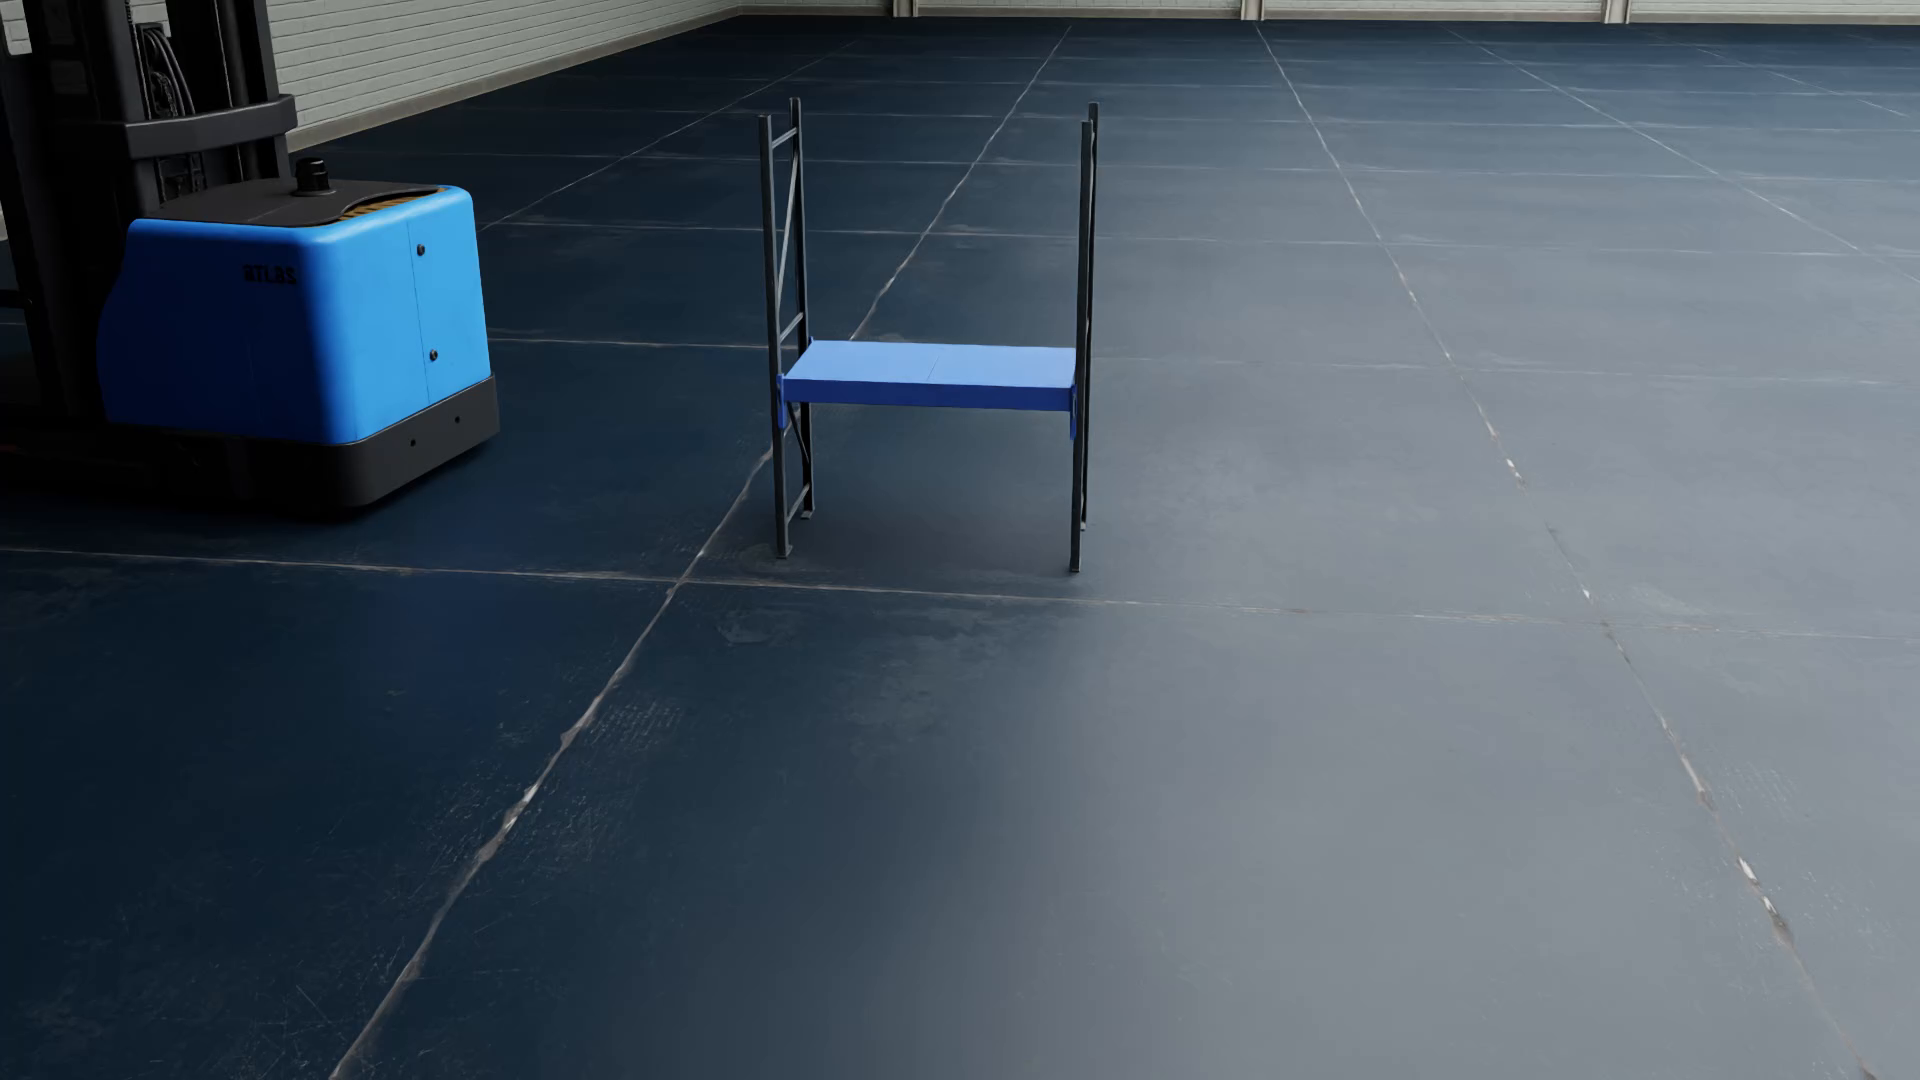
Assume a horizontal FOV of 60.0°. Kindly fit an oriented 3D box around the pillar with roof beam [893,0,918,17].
[{"bbox_3d":[-1.459,-11.799,23.545,0.400,9.000,9.100,2,22,6],"label":"pillar with roof beam"}]

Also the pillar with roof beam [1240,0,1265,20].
[{"bbox_3d":[4.499,-11.539,22.888,0.400,9.000,9.100,2,22,6],"label":"pillar with roof beam"}]

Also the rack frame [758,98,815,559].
[{"bbox_3d":[-0.590,-0.723,5.729,0.032,1.500,0.500,2,22,6],"label":"rack frame"}]

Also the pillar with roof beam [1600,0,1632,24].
[{"bbox_3d":[10.457,-11.280,22.232,0.400,9.000,9.100,2,22,6],"label":"pillar with roof beam"}]

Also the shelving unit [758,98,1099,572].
[{"bbox_3d":[-0.085,-0.701,5.673,1.048,1.500,0.538,2,22,6],"label":"shelving unit"}]

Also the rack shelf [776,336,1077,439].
[{"bbox_3d":[-0.085,-0.534,5.740,1.000,0.185,0.538,2,22,6],"label":"rack shelf"}]

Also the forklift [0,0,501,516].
[{"bbox_3d":[-3.478,-1.745,6.368,3.031,2.935,1.130,6,22,15],"label":"forklift"}]

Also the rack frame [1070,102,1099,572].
[{"bbox_3d":[0.420,-0.679,5.618,0.032,1.500,0.500,2,22,6],"label":"rack frame"}]
